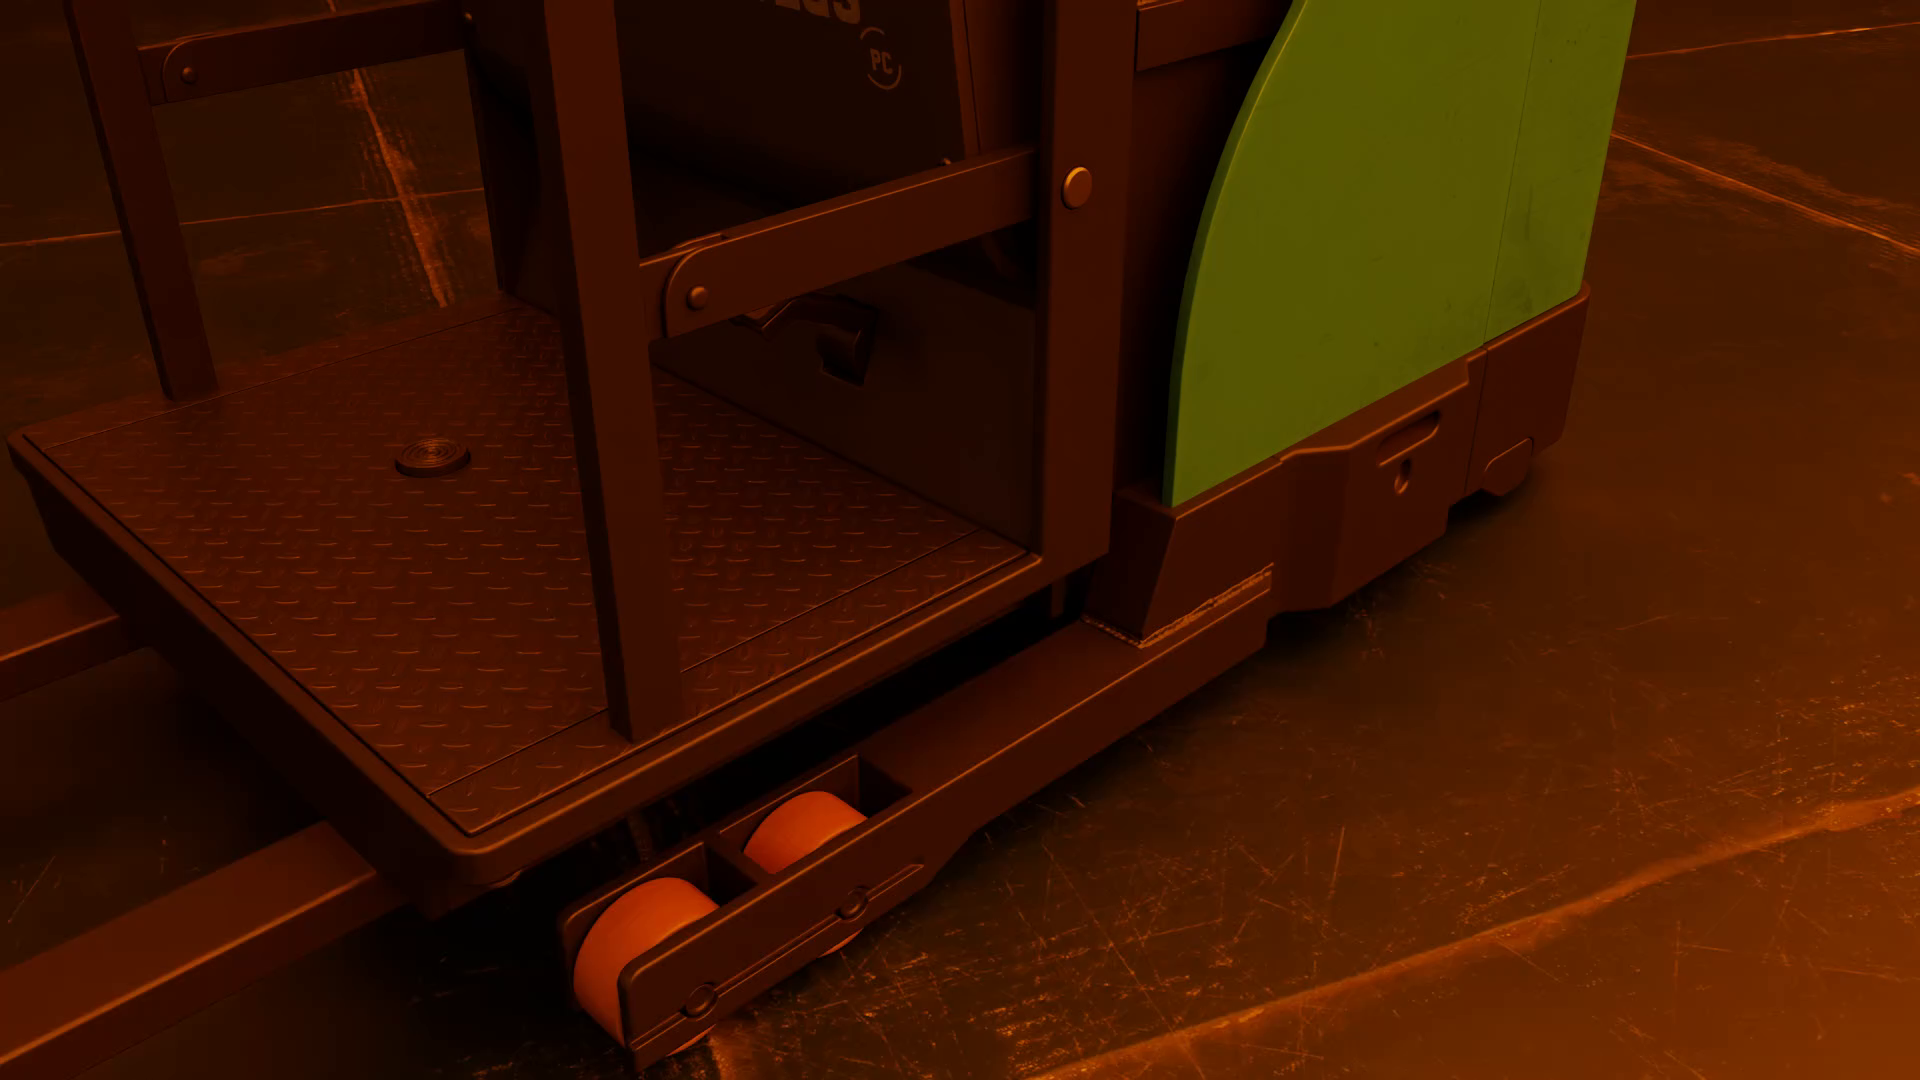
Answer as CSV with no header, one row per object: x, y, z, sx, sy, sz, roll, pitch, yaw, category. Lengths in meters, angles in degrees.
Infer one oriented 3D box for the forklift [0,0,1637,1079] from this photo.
-0.435,-1.063,1.405,3.031,2.935,1.130,-26,39,-37,forklift
